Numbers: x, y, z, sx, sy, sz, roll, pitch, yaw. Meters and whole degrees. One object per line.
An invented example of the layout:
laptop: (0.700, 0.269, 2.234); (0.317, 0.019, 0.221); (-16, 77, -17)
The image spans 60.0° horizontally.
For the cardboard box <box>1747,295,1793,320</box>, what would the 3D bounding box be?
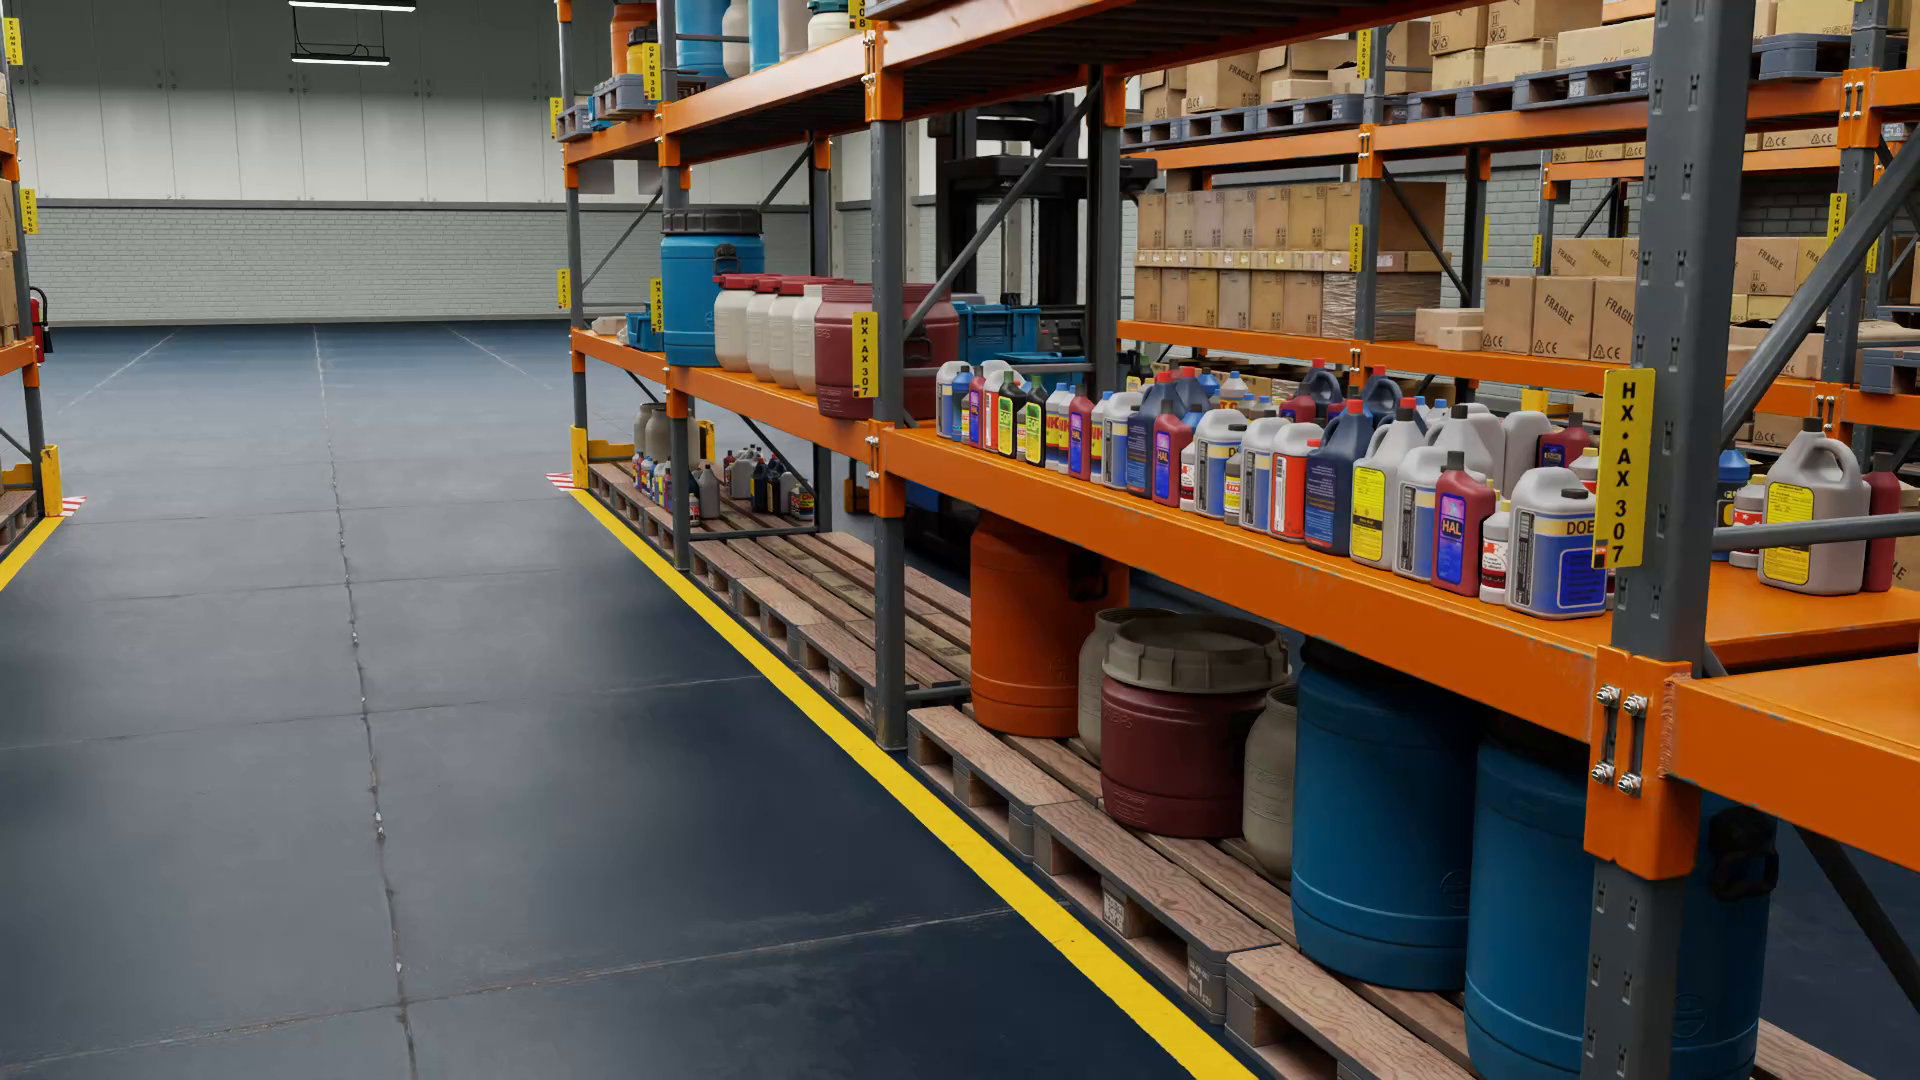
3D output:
cardboard box: (7.304, -2.024, 14.605); (0.500, 0.250, 0.500); (-4, 11, -21)

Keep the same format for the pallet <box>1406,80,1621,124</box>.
pallet: (3.647, -2.873, 10.986); (0.805, 0.209, 1.217); (-4, 11, -23)

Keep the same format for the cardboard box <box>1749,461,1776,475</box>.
cardboard box: (4.650, -0.299, 9.585); (0.500, 0.311, 0.500); (-4, 11, -22)

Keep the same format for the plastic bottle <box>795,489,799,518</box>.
plastic bottle: (-1.047, -0.255, 11.021); (0.097, 0.201, 0.097); (0, 10, 0)

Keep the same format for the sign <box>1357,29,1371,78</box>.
sign: (2.798, -3.368, 11.522); (0.100, 0.325, 0.005); (-4, 11, -21)

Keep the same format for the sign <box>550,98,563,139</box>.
sign: (-3.267, -3.419, 13.487); (0.100, 0.325, 0.005); (-4, 11, -21)

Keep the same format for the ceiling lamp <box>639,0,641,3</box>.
ceiling lamp: (-6.553, -12.320, 38.321); (2.000, 3.185, 0.800); (-4, 11, -21)

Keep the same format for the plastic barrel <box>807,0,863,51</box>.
plastic barrel: (-0.532, -2.268, 7.435); (0.301, 0.262, 0.301); (0, 10, 0)

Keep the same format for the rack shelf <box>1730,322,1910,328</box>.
rack shelf: (7.206, -1.920, 15.706); (1.077, 0.370, 4.000); (-4, 11, -21)

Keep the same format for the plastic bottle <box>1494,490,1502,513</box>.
plastic bottle: (1.093, -0.002, 3.436); (0.097, 0.201, 0.097); (0, 10, 0)

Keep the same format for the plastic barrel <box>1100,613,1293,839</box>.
plastic barrel: (0.749, 0.577, 5.297); (0.600, 0.588, 0.708); (-4, 11, -21)

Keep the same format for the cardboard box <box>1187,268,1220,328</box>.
cardboard box: (2.392, -2.091, 14.327); (0.700, 0.500, 0.500); (-4, 11, -21)

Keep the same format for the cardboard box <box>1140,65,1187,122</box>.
cardboard box: (2.070, -3.995, 14.857); (0.797, 0.503, 0.637); (-3, 11, -17)

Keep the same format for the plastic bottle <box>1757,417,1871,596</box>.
plastic bottle: (1.756, -0.074, 3.412); (0.144, 0.351, 0.185); (-4, 11, -21)

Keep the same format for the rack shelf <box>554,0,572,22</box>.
rack shelf: (-2.028, -4.048, 11.681); (1.077, 0.370, 4.000); (-4, 11, -21)

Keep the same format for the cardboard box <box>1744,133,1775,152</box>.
cardboard box: (7.110, -3.722, 14.873); (0.500, 0.500, 0.500); (-4, 11, -23)

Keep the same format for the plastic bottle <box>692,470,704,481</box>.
plastic bottle: (-1.746, -0.327, 11.213); (0.152, 0.276, 0.135); (-4, 11, -21)

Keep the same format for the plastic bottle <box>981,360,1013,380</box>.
plastic bottle: (0.144, -0.524, 6.155); (0.152, 0.276, 0.135); (-4, 11, -21)

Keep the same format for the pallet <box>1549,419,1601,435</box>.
pallet: (6.770, -1.081, 16.894); (1.003, 0.211, 1.213); (-4, 11, -21)

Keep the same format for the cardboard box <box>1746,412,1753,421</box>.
cardboard box: (7.074, -1.252, 15.777); (0.700, 0.500, 0.500); (-5, 11, -24)

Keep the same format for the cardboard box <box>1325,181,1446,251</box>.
cardboard box: (3.148, -2.393, 12.319); (0.700, 0.500, 0.500); (-4, 11, -21)

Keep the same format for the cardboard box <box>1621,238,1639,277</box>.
cardboard box: (6.725, -2.643, 15.945); (0.500, 0.500, 0.500); (-4, 11, -23)

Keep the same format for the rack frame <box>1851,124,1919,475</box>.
rack frame: (7.930, -1.948, 13.807); (1.000, 3.000, 0.127); (-4, 11, -21)

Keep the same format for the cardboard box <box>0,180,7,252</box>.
cardboard box: (-6.753, -2.191, 11.180); (0.500, 0.500, 0.500); (-4, 11, -21)

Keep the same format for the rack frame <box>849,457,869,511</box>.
rack frame: (-0.605, -0.977, 12.628); (0.500, 1.500, 0.032); (-4, 11, -23)

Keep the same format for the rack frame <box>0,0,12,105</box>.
rack frame: (-7.369, -4.612, 11.651); (1.000, 3.000, 0.127); (-4, 11, -21)

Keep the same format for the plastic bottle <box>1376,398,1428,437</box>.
plastic bottle: (1.025, -0.158, 3.884); (0.144, 0.351, 0.185); (-4, 11, -21)

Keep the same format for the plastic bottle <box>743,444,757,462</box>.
plastic bottle: (-1.499, -0.521, 12.089); (0.144, 0.351, 0.185); (-3, 11, -19)

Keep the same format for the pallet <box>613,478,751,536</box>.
pallet: (-1.954, -0.258, 12.269); (1.003, 0.211, 1.213); (-4, 11, -21)

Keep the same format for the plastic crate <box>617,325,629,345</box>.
plastic crate: (-2.128, -1.439, 11.695); (0.530, 0.136, 0.437); (-4, 11, -21)

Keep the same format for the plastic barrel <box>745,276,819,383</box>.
plastic barrel: (-0.895, -1.097, 8.631); (0.433, 0.535, 0.433); (0, 10, 0)

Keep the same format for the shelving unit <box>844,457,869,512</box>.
shelving unit: (-0.398, -0.894, 12.161); (0.587, 1.500, 1.083); (-4, 11, -23)

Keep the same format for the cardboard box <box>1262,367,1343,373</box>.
cardboard box: (2.893, -1.196, 14.088); (0.500, 0.500, 0.500); (-4, 11, -21)

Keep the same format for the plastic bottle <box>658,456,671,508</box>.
plastic bottle: (-1.992, -0.403, 11.427); (0.144, 0.351, 0.185); (-4, 11, -21)

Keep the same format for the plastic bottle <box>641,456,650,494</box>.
plastic bottle: (-2.262, -0.474, 12.054); (0.097, 0.271, 0.097); (0, 10, 0)

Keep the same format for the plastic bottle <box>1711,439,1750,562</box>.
plastic bottle: (1.718, -0.093, 3.743); (0.097, 0.271, 0.097); (0, 10, 0)

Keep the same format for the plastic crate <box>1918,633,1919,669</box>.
plastic crate: (1.631, 0.172, 2.471); (0.396, 0.136, 0.243); (-4, 11, -21)

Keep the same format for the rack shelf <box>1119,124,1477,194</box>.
rack shelf: (2.590, -3.082, 13.672); (1.077, 0.370, 4.000); (-4, 11, -21)

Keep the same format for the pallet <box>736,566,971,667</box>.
pallet: (-0.537, 0.379, 8.689); (1.003, 0.211, 1.213); (-4, 11, -21)

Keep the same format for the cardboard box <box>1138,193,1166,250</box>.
cardboard box: (2.042, -2.888, 15.103); (0.700, 0.500, 0.500); (-4, 11, -21)

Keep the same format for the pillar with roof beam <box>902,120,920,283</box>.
pillar with roof beam: (-5.169, -9.140, 37.106); (9.100, 9.000, 0.548); (-4, 11, -21)

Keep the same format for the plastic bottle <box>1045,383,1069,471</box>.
plastic bottle: (0.318, -0.356, 5.226); (0.097, 0.271, 0.097); (0, 10, 0)

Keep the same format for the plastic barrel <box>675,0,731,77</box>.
plastic barrel: (-1.564, -3.419, 10.881); (0.600, 0.901, 0.708); (-4, 11, -21)

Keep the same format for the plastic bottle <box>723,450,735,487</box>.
plastic bottle: (-1.712, -0.530, 12.334); (0.061, 0.283, 0.133); (-4, 11, -21)

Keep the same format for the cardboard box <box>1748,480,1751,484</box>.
cardboard box: (4.345, -0.179, 8.914); (0.500, 0.311, 0.500); (-4, 11, -19)

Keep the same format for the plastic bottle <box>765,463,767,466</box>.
plastic bottle: (-1.366, -0.403, 11.657); (0.097, 0.271, 0.097); (0, 10, 0)

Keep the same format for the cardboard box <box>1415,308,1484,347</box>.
cardboard box: (3.534, -1.482, 11.613); (0.500, 0.250, 0.500); (-3, 11, -17)

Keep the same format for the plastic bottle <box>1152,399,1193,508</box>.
plastic bottle: (0.577, -0.237, 4.519); (0.061, 0.283, 0.133); (-4, 11, -21)

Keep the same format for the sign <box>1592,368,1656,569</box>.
sign: (1.082, -0.115, 2.713); (0.100, 0.325, 0.005); (-4, 11, -21)

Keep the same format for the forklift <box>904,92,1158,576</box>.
forklift: (0.507, -1.274, 10.214); (1.130, 2.935, 3.031); (-4, 11, -23)

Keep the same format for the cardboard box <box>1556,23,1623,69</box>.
cardboard box: (3.951, -2.927, 9.974); (0.500, 0.250, 0.500); (-5, 11, -26)

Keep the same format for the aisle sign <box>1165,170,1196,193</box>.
aisle sign: (2.115, -3.595, 15.644); (0.394, 0.787, 0.004); (-4, 11, -21)

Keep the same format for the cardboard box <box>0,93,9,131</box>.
cardboard box: (-6.958, -2.998, 11.575); (0.500, 0.250, 0.500); (-4, 11, -20)

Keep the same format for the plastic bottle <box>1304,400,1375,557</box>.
plastic bottle: (0.891, -0.149, 3.832); (0.144, 0.351, 0.185); (-4, 11, -21)

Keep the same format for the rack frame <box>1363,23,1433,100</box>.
rack frame: (3.315, -4.587, 11.511); (1.000, 3.000, 0.127); (-4, 11, -21)

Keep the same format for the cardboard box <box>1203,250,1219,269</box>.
cardboard box: (2.275, -2.367, 14.023); (0.380, 0.149, 0.250); (-4, 11, -22)

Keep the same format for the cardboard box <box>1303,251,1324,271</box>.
cardboard box: (2.832, -2.116, 12.611); (0.380, 0.149, 0.250); (-4, 11, -23)

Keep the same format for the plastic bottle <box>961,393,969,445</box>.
plastic bottle: (0.054, -0.441, 5.902); (0.097, 0.201, 0.097); (0, 10, 0)

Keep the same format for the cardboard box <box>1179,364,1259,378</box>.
cardboard box: (2.228, -1.244, 14.362); (0.500, 0.500, 0.500); (-4, 11, -21)
